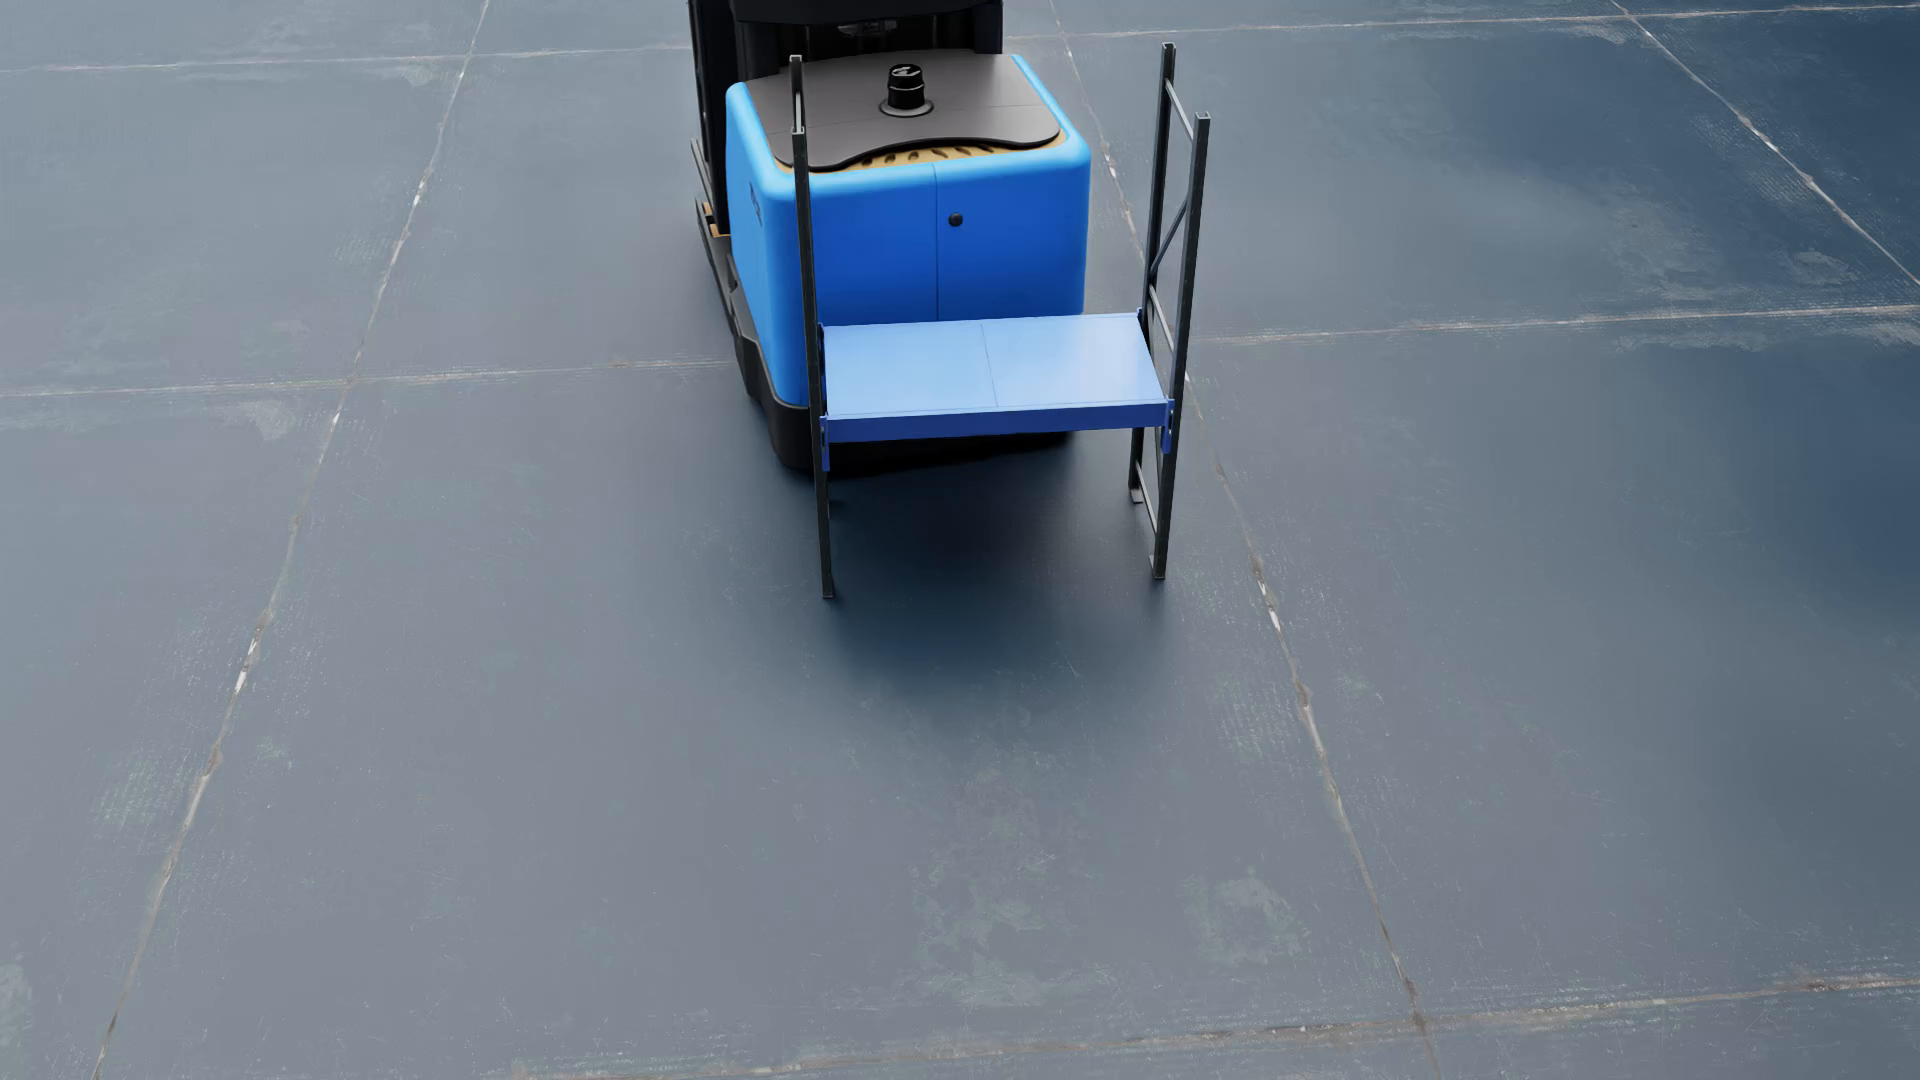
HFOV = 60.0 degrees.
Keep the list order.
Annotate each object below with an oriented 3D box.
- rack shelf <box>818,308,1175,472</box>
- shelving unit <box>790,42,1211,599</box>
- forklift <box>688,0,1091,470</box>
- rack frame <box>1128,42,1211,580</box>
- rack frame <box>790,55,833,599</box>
[{"bbox_3d":[0.085,-0.452,4.903,1.000,0.185,0.538,-3,38,-4],"label":"rack shelf"},{"bbox_3d":[0.085,-0.593,4.791,1.048,1.500,0.538,-3,38,-4],"label":"shelving unit"},{"bbox_3d":[-0.448,-2.298,5.796,1.130,2.935,3.031,-9,39,-11],"label":"forklift"},{"bbox_3d":[0.591,-0.621,4.827,0.032,1.500,0.500,-3,38,-4],"label":"rack frame"},{"bbox_3d":[-0.421,-0.566,4.756,0.032,1.500,0.500,-3,38,-4],"label":"rack frame"}]
